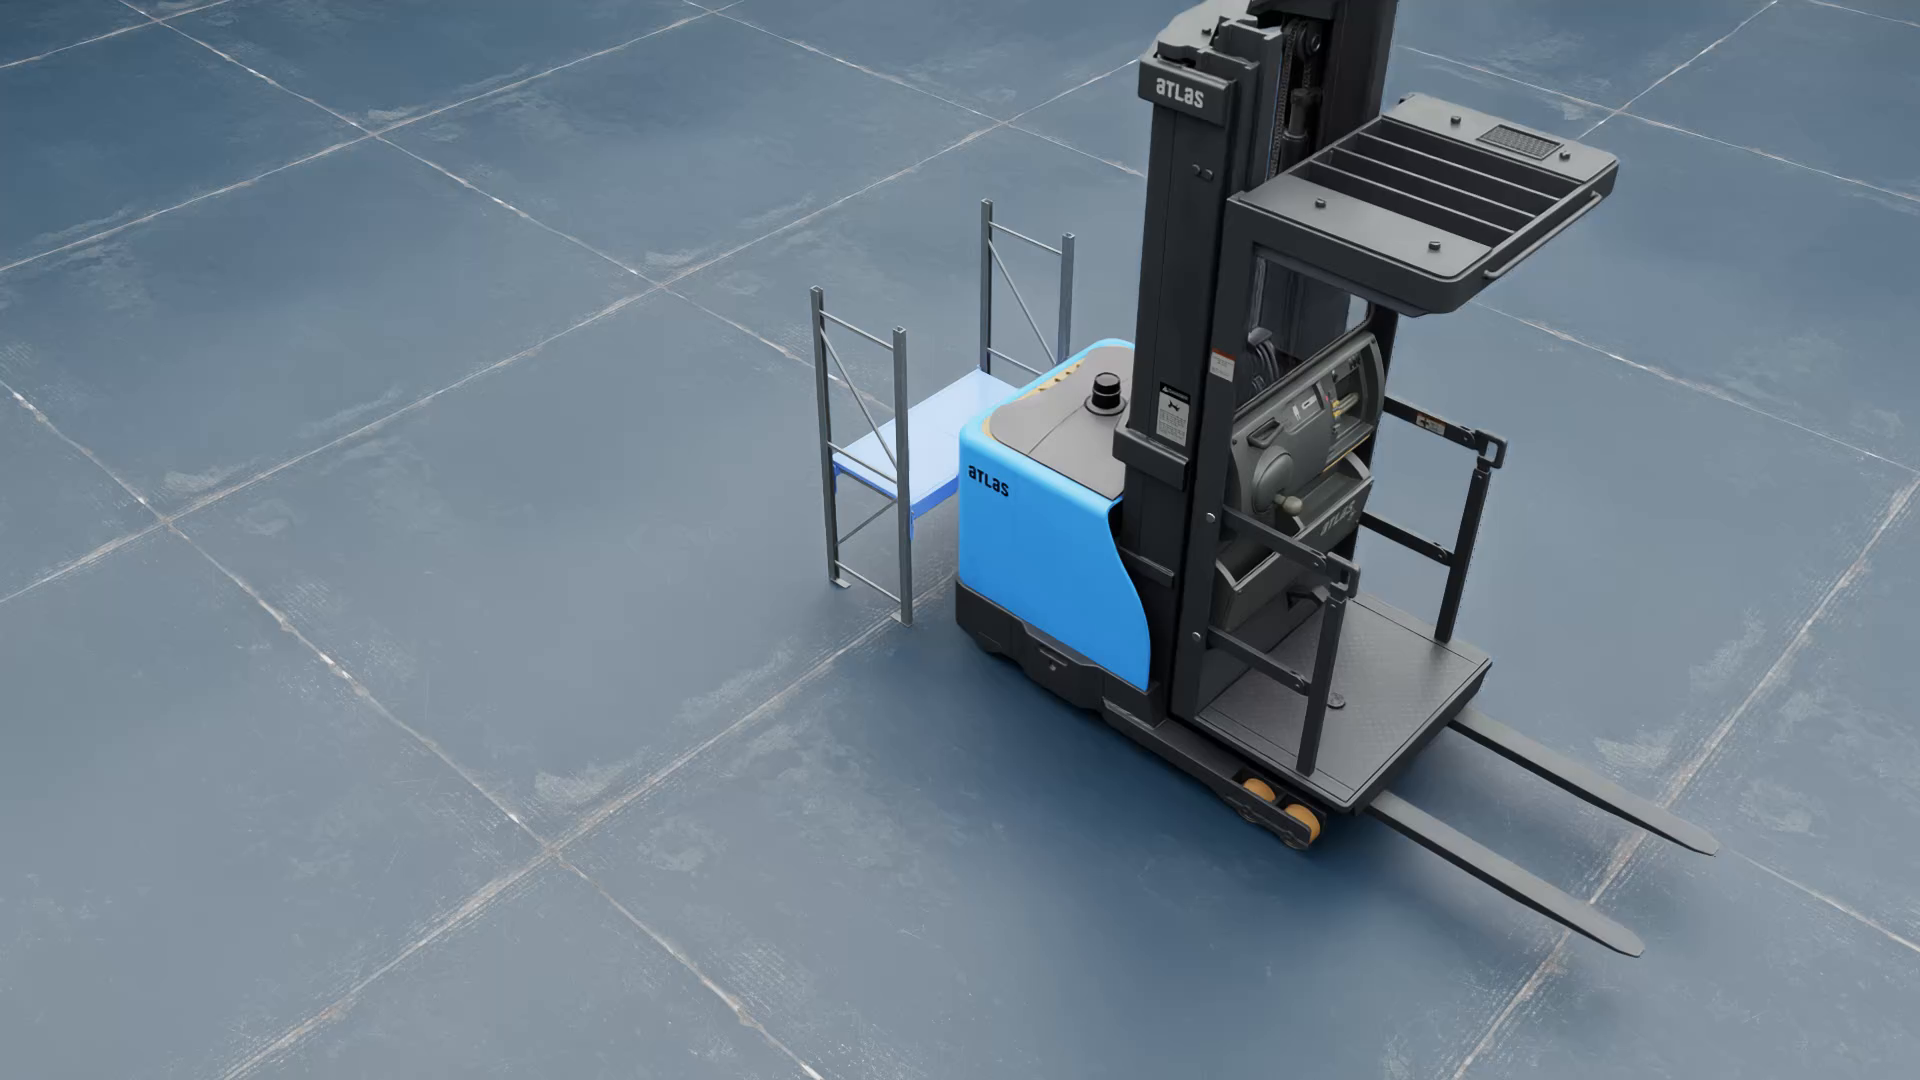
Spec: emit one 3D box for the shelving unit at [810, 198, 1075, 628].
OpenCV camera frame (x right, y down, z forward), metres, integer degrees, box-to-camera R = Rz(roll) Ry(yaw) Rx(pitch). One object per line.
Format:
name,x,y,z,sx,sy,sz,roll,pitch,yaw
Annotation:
shelving unit,-0.058,-0.548,7.234,0.538,1.500,1.048,30,47,32

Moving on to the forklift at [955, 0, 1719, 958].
forklift,1.404,-0.353,5.839,3.031,2.935,1.130,30,47,32

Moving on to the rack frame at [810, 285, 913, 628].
rack frame,-0.400,-0.314,6.940,0.500,1.500,0.032,30,47,32

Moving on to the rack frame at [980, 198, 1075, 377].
rack frame,0.285,-0.781,7.528,0.500,1.500,0.032,30,47,32

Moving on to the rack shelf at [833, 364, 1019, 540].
rack shelf,-0.058,-0.407,7.346,0.538,0.185,1.000,30,47,32
